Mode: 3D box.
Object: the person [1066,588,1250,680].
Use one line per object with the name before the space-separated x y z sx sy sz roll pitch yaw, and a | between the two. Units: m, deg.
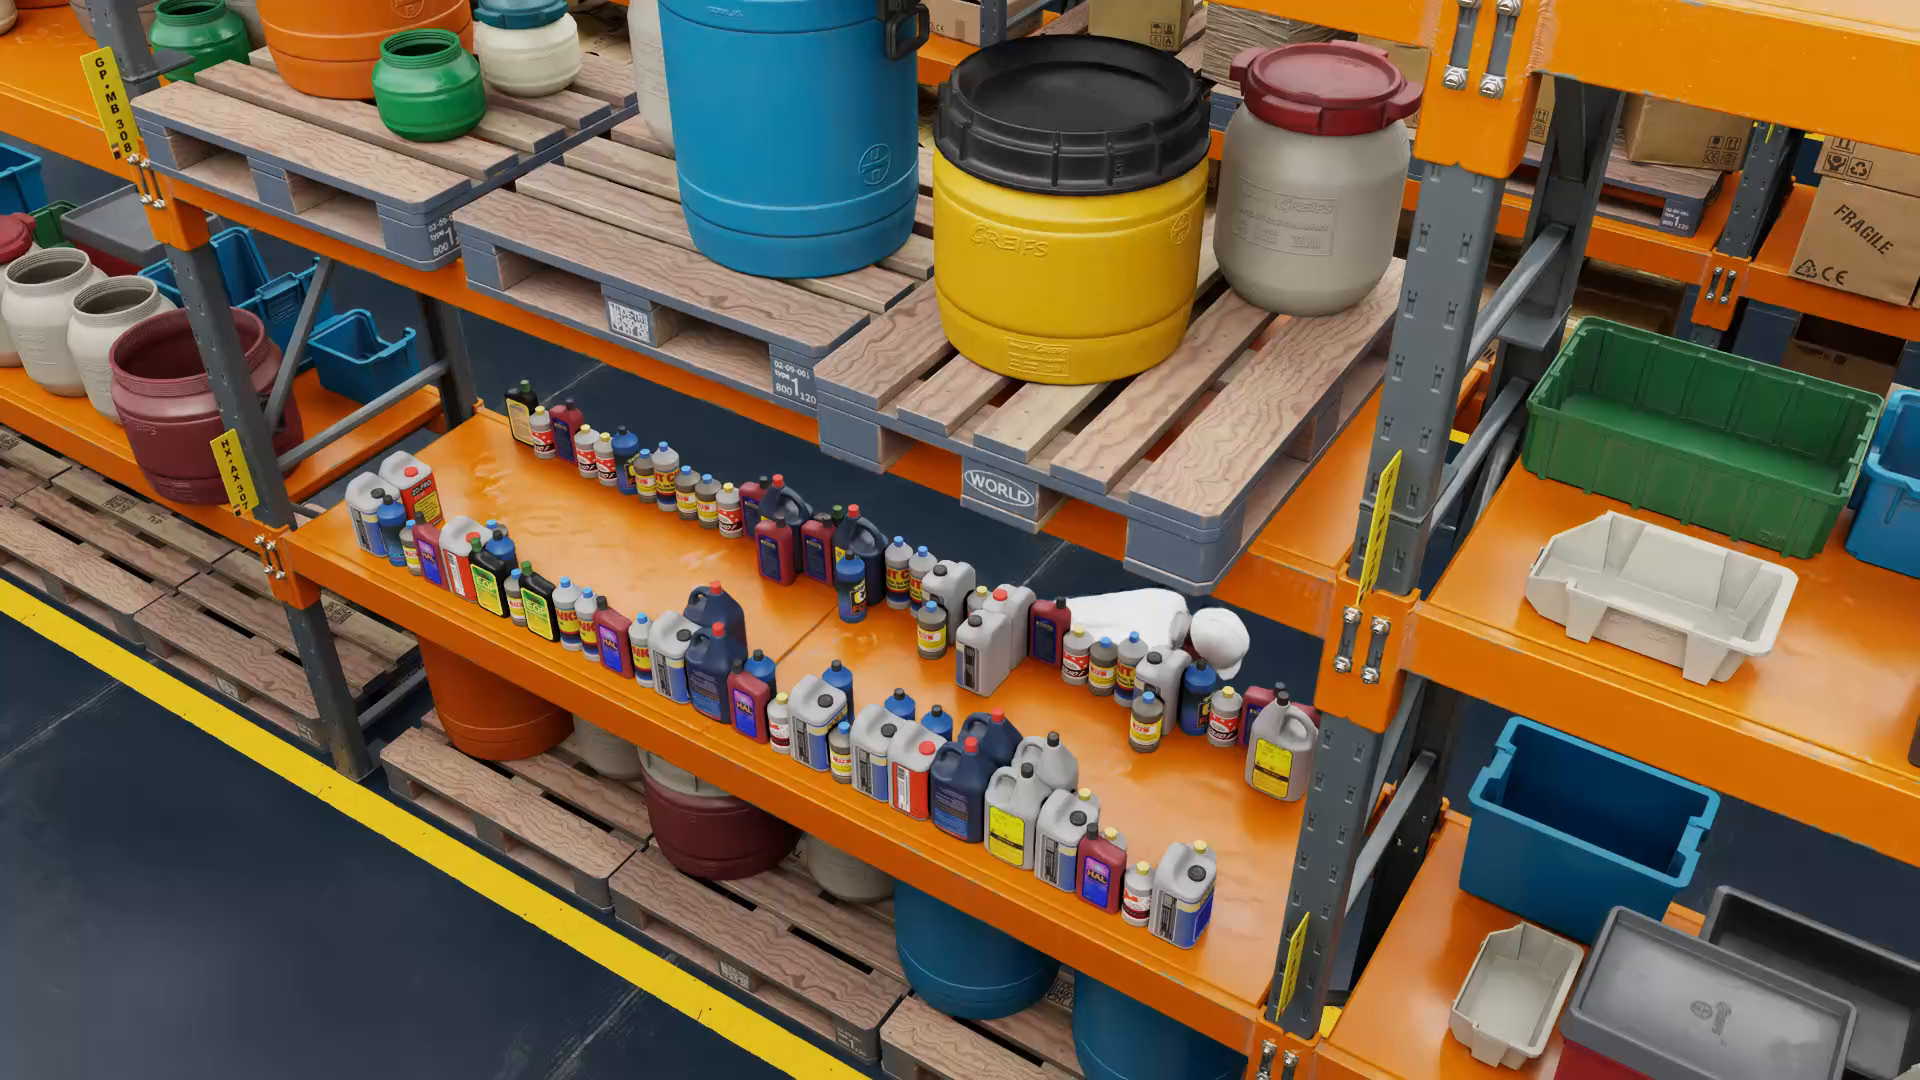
person | 0.671 0.556 6.639 0.913 0.930 0.538 21 43 25
